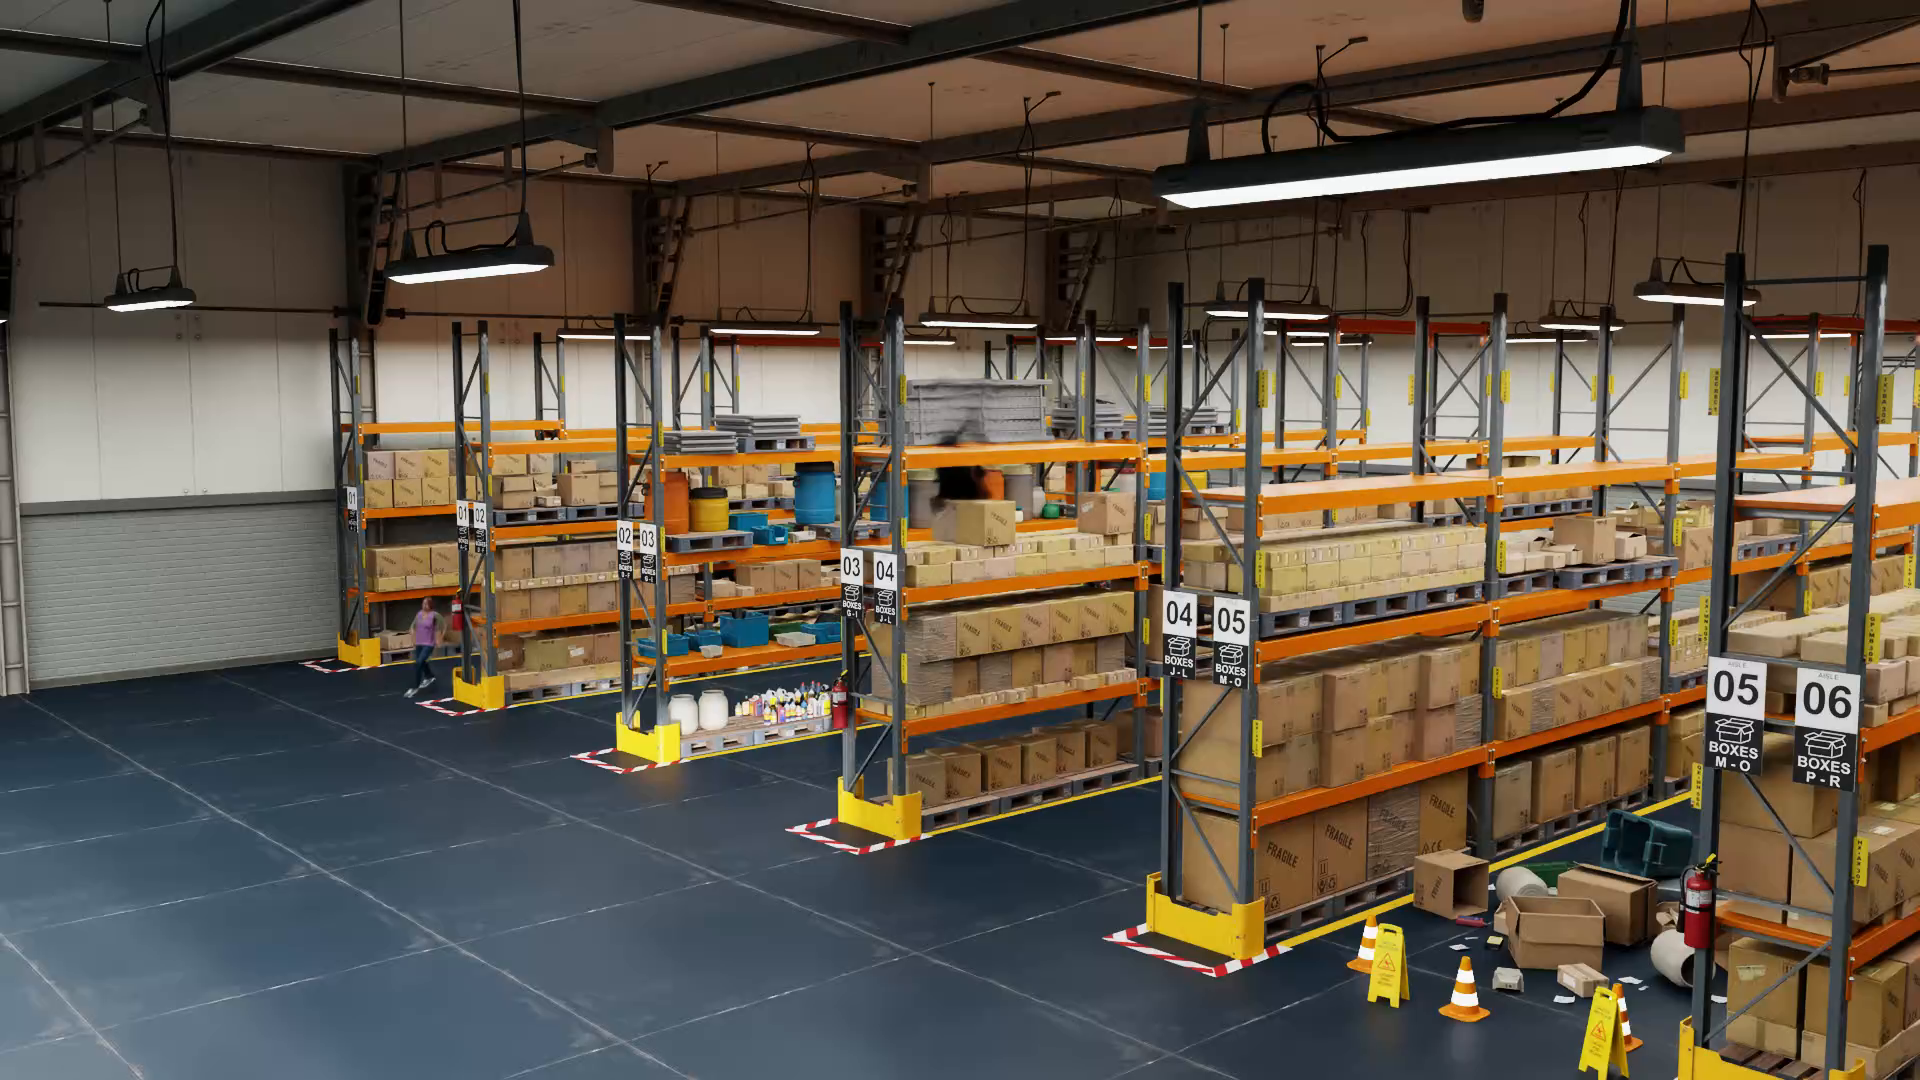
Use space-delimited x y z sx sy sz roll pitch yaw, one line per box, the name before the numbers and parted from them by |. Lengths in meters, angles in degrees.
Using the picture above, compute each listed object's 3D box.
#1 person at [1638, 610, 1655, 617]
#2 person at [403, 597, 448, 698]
person | 10.219 1.883 24.702 0.926 1.728 0.620 -4 7 -36
person | -8.661 1.711 26.952 0.609 1.593 0.817 2 6 21
